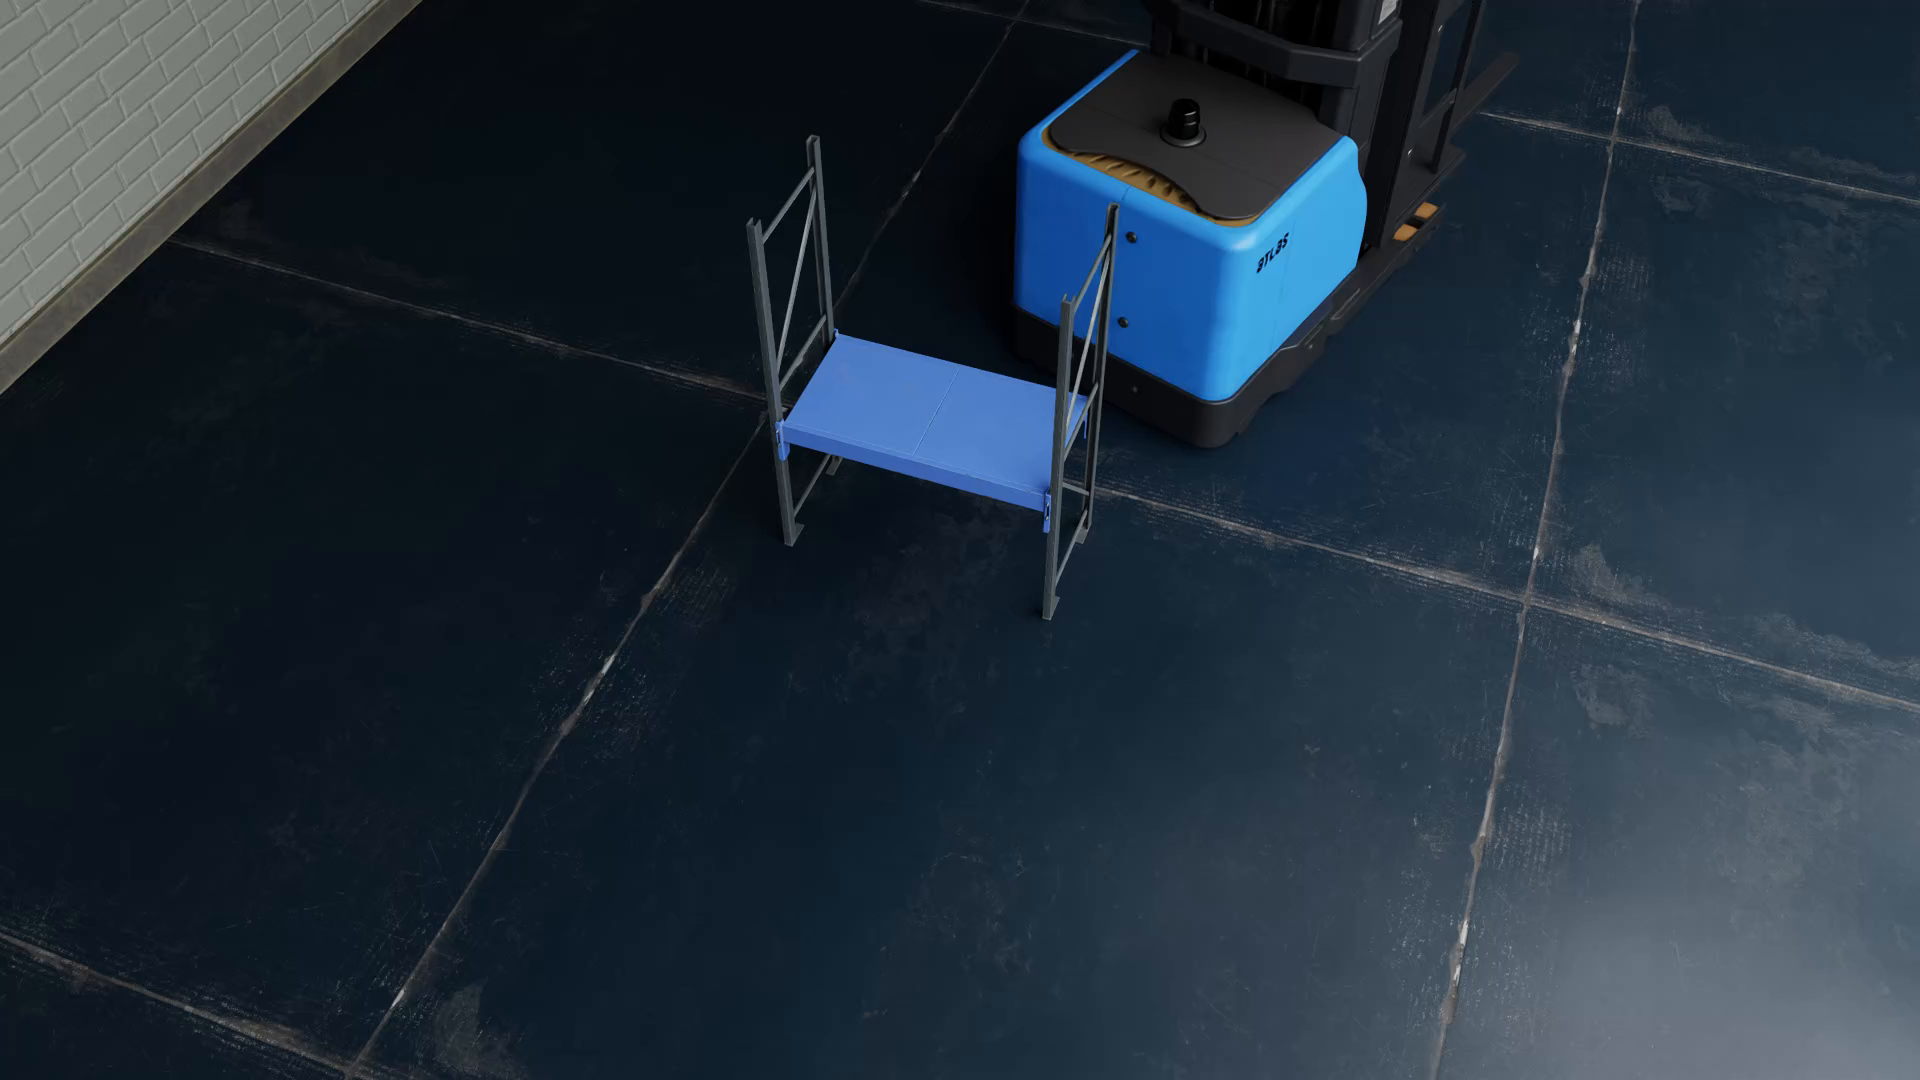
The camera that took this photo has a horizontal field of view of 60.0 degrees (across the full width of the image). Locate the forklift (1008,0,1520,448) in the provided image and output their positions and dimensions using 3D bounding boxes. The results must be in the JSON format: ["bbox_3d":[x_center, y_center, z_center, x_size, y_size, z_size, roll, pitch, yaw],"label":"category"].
[{"bbox_3d":[1.494,-2.385,6.377,1.130,2.935,3.031,30,56,24],"label":"forklift"}]

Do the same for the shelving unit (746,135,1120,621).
[{"bbox_3d":[-0.080,-0.514,5.703,1.048,1.500,0.538,16,51,13],"label":"shelving unit"}]

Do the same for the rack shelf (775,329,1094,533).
[{"bbox_3d":[-0.080,-0.396,5.839,1.000,0.185,0.538,16,51,13],"label":"rack shelf"}]

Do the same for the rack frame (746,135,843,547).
[{"bbox_3d":[-0.557,-0.647,5.818,0.032,1.500,0.500,16,51,13],"label":"rack frame"}]

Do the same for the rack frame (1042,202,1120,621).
[{"bbox_3d":[0.397,-0.380,5.587,0.032,1.500,0.500,16,51,13],"label":"rack frame"}]
